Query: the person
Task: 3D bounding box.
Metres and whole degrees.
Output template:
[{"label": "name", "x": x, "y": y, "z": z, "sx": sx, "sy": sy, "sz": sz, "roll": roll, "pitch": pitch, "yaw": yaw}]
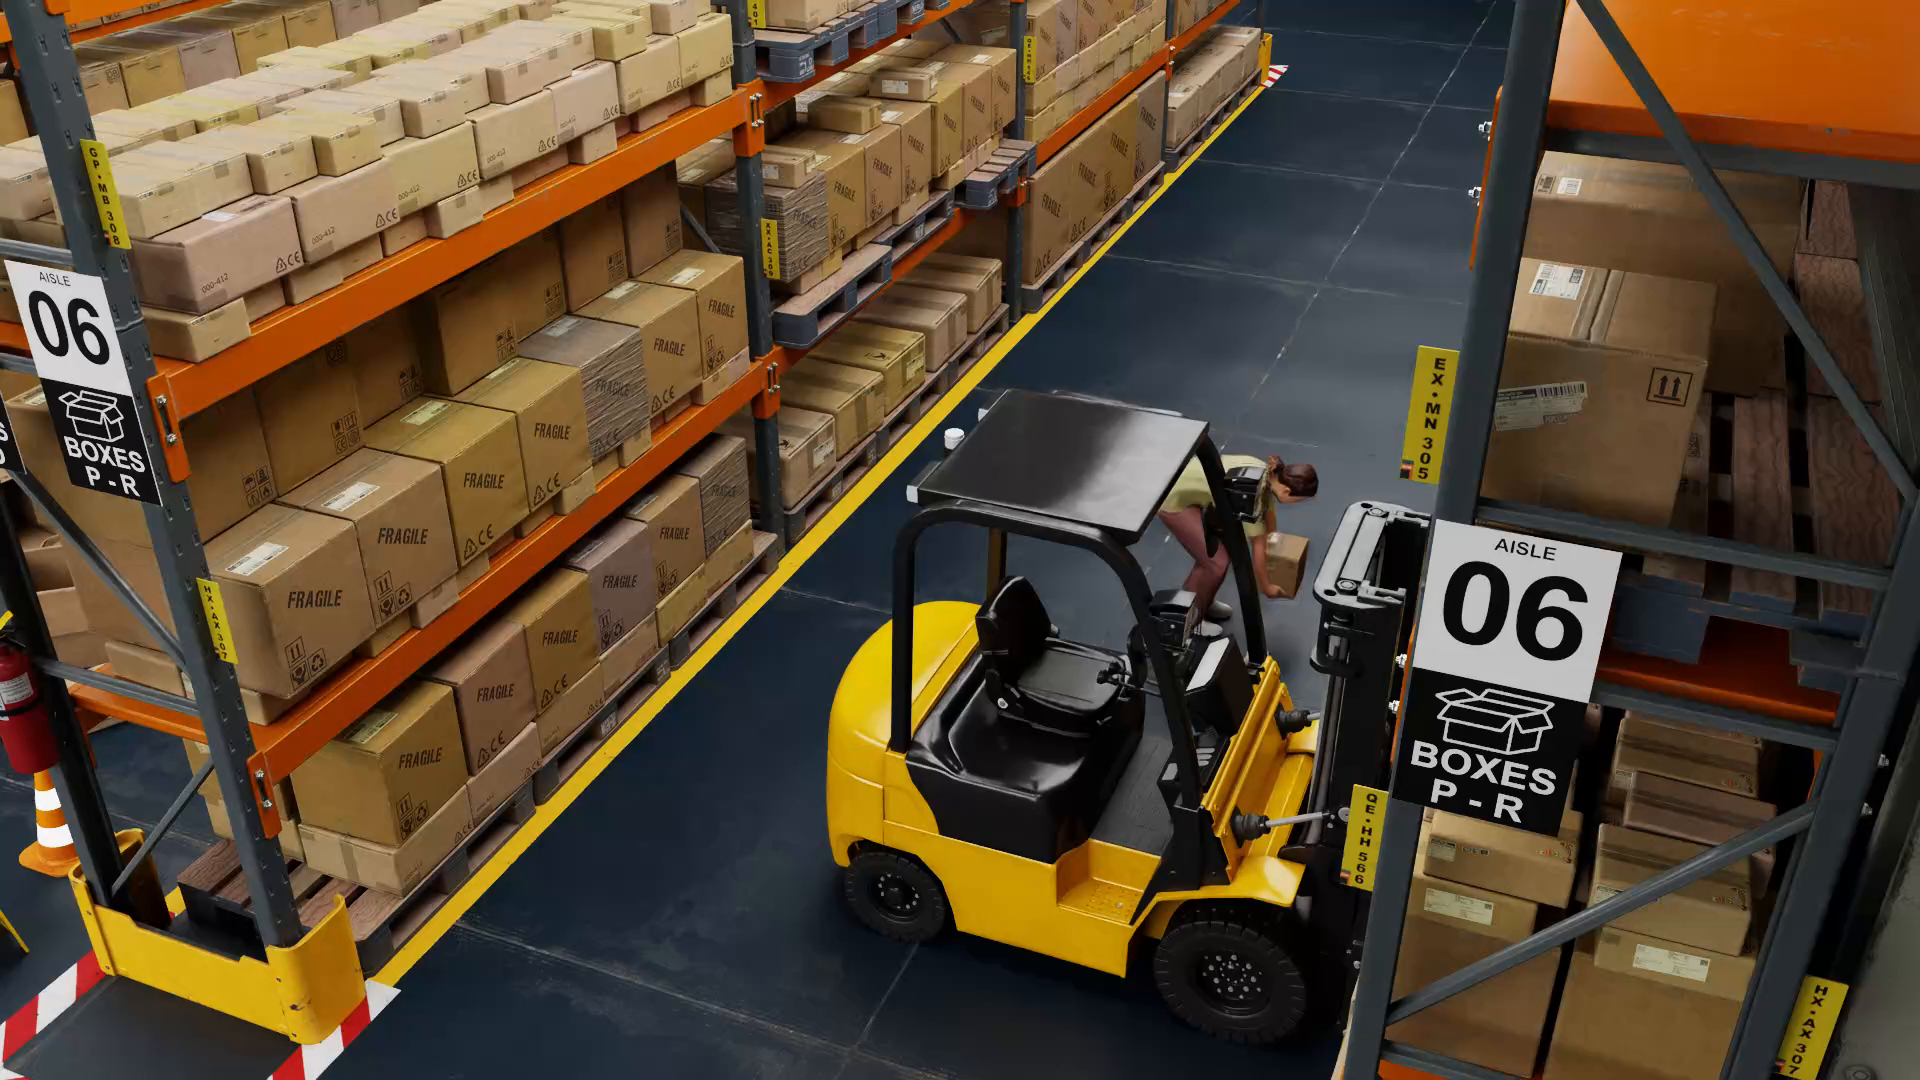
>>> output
[{"label": "person", "x": 1.460, "y": 0.004, "z": 8.984, "sx": 0.863, "sy": 1.083, "sz": 0.439, "roll": 10, "pitch": 31, "yaw": 17}]
